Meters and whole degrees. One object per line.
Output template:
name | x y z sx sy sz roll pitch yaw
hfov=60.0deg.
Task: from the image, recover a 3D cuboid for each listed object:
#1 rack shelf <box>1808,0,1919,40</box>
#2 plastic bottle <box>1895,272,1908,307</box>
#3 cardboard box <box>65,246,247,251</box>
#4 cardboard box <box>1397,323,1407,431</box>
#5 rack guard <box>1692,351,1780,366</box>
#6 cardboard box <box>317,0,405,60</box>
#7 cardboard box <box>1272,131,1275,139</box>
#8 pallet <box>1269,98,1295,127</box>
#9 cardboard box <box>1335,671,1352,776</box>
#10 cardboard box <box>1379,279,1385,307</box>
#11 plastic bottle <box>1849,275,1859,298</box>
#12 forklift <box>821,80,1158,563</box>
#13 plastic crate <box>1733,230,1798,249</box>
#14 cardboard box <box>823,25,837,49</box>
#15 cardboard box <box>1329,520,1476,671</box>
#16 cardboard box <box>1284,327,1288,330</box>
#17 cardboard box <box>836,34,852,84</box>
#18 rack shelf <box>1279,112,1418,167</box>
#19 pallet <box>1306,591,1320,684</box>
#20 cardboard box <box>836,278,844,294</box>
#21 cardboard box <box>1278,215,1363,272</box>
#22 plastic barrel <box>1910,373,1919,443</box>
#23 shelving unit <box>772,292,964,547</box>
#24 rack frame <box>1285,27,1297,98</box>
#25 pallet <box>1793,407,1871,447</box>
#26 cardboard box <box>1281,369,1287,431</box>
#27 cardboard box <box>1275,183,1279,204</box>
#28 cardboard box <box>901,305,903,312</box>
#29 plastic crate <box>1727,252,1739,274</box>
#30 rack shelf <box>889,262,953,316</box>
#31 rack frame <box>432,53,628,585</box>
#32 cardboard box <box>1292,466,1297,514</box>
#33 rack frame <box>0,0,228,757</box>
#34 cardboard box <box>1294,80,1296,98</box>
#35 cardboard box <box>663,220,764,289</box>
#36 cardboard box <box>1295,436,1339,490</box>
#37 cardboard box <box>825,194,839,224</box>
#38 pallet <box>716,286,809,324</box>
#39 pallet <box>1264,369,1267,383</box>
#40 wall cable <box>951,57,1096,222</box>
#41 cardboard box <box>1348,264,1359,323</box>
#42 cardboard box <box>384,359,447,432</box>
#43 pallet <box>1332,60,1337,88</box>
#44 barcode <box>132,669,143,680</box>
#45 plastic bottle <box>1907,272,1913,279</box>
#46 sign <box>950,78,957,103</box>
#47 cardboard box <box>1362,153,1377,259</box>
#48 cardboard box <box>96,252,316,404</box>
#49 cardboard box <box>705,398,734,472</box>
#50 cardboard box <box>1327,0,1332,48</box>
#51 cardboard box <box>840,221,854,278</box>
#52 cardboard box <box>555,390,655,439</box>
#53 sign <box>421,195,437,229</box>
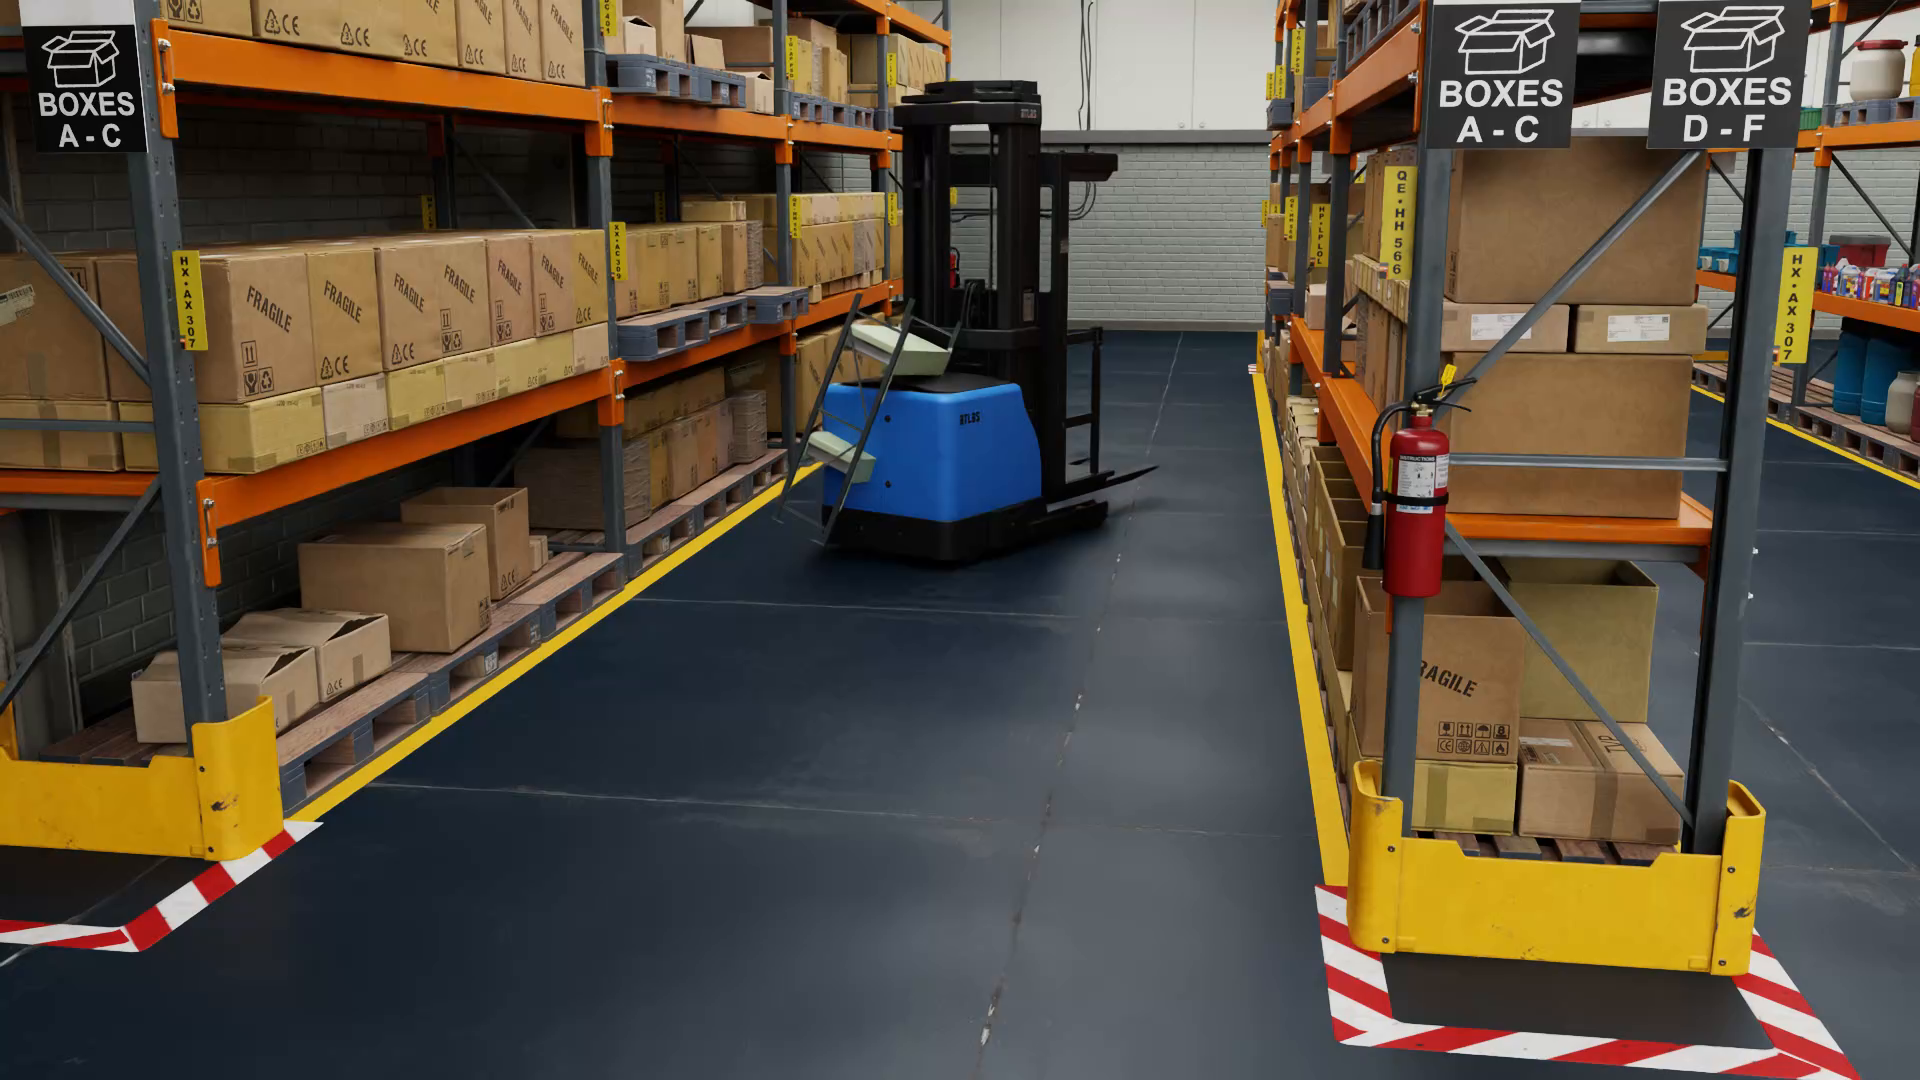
rack shelf | 8.866 -5.362 17.172 1.077 0.370 4.000 2 12 9
plastic bottle | 7.808 -2.073 13.769 0.061 0.283 0.133 2 12 9
cardboard box | -3.127 -0.896 6.559 0.500 0.500 0.500 2 12 9
cardboard box | 2.061 -0.582 6.336 0.700 0.500 0.500 2 12 9
rack guard | 9.164 -2.177 19.906 1.175 0.500 0.348 2 12 9
cardboard box | -2.585 -2.189 6.625 0.500 0.500 0.500 2 12 11
cardboard box | 3.859 -4.745 19.127 0.500 0.250 0.500 2 12 9
pallet | 3.338 -3.747 14.585 1.213 0.211 1.003 2 12 9
cardboard box | 1.674 0.690 6.204 0.500 0.250 0.500 2 12 9
cardboard box | 1.966 -1.050 6.969 0.380 0.149 0.250 2 12 8
plastic bottle | 7.994 -2.260 14.830 0.097 0.201 0.097 0 12 0
forklift | 0.366 -1.554 11.248 1.130 2.935 3.031 8 15 34
plastic crate | 9.306 -3.364 19.256 0.616 0.435 0.499 2 12 9
cardboard box | -1.496 -4.799 15.961 0.500 0.250 0.500 3 12 13
cardboard box | 1.746 0.219 6.609 0.500 0.500 0.500 2 12 9
cardboard box | 3.948 -2.108 18.534 0.797 0.503 0.637 2 12 9
cardboard box | -1.354 -5.048 17.519 0.500 0.500 0.500 2 12 8
rack shelf | 3.356 -3.420 14.330 1.077 0.370 4.000 2 12 9
pallet | 2.270 0.471 8.307 1.003 0.211 1.213 2 12 9
cardboard box | -1.294 -2.371 15.423 0.380 0.149 0.250 2 12 10
cardboard box | 3.327 -2.739 15.350 0.700 0.500 0.500 4 13 18
plastic barrel | 8.175 -1.092 13.666 0.600 0.588 0.708 2 12 9
shelving unit | -0.570 -0.748 10.365 0.431 1.500 0.755 27 15 19
rack frame | 3.664 -5.654 15.870 1.000 3.000 0.127 2 12 9
pallet | 8.398 -1.038 15.309 1.003 0.211 1.213 2 12 9
cardboard box | 3.041 -1.192 14.294 0.500 0.500 0.500 1 12 7
cardboard box | 3.562 -3.480 17.409 0.500 0.500 0.500 2 12 8
cardboard box | -0.503 -2.780 20.168 0.380 0.149 0.250 2 12 10
plastic crate | 8.607 -3.026 18.168 0.416 0.233 0.300 2 12 9
rack shelf | -0.924 -2.946 19.251 1.077 0.370 4.000 2 12 9
rack frame | -2.462 -1.216 9.516 1.000 3.000 0.127 2 12 9
cardboard box | 2.448 -0.331 10.938 0.500 0.250 0.500 2 12 10
rack frame | -3.077 -0.383 5.652 1.000 3.000 0.127 2 12 9
cardboard box | 3.471 -4.469 16.660 0.500 0.250 0.500 2 12 9
cardboard box | -1.909 -2.215 12.867 0.700 0.500 0.500 0 12 2
cardboard box | 2.366 -0.498 10.381 0.500 0.311 0.500 2 12 8
cardboard box | -1.367 -2.922 14.659 0.500 0.250 0.500 2 12 9
pallet | -1.851 -1.803 12.696 1.213 0.211 1.003 2 12 9
pallet | 4.146 -2.009 19.816 1.003 0.211 1.213 2 12 9
wall cable | 0.607 -6.295 26.212 3.097 2.526 0.112 2 12 9
cardboard box | 2.726 -1.478 10.496 0.500 0.500 0.500 2 12 9
cardboard box | -2.538 -0.626 7.085 0.500 0.250 0.500 2 12 8
pallet | 2.557 -2.613 9.333 0.805 0.209 1.217 1 12 6
barcode | -3.274 0.554 6.621 0.001 0.075 0.075 2 12 9
plastic bottle | 7.868 -2.071 13.760 0.061 0.283 0.133 2 12 9
sign | -0.082 -5.554 20.611 0.100 0.325 0.005 2 12 9
cardboard box | 2.372 -1.647 8.198 0.700 0.500 0.500 2 12 9
cardboard box | -2.706 -0.776 6.003 0.500 0.500 0.500 2 12 9
cardboard box | -2.100 -0.787 12.413 0.700 0.500 0.500 2 12 9
cardboard box | 3.279 -4.196 13.612 0.500 0.500 0.500 2 12 9
cardboard box | -1.279 -2.666 15.254 0.500 0.500 0.500 2 12 10
cardboard box | -2.301 -0.821 10.793 0.500 0.250 0.500 2 12 7
sign | -3.011 -1.799 9.474 0.100 0.325 0.005 2 12 9
